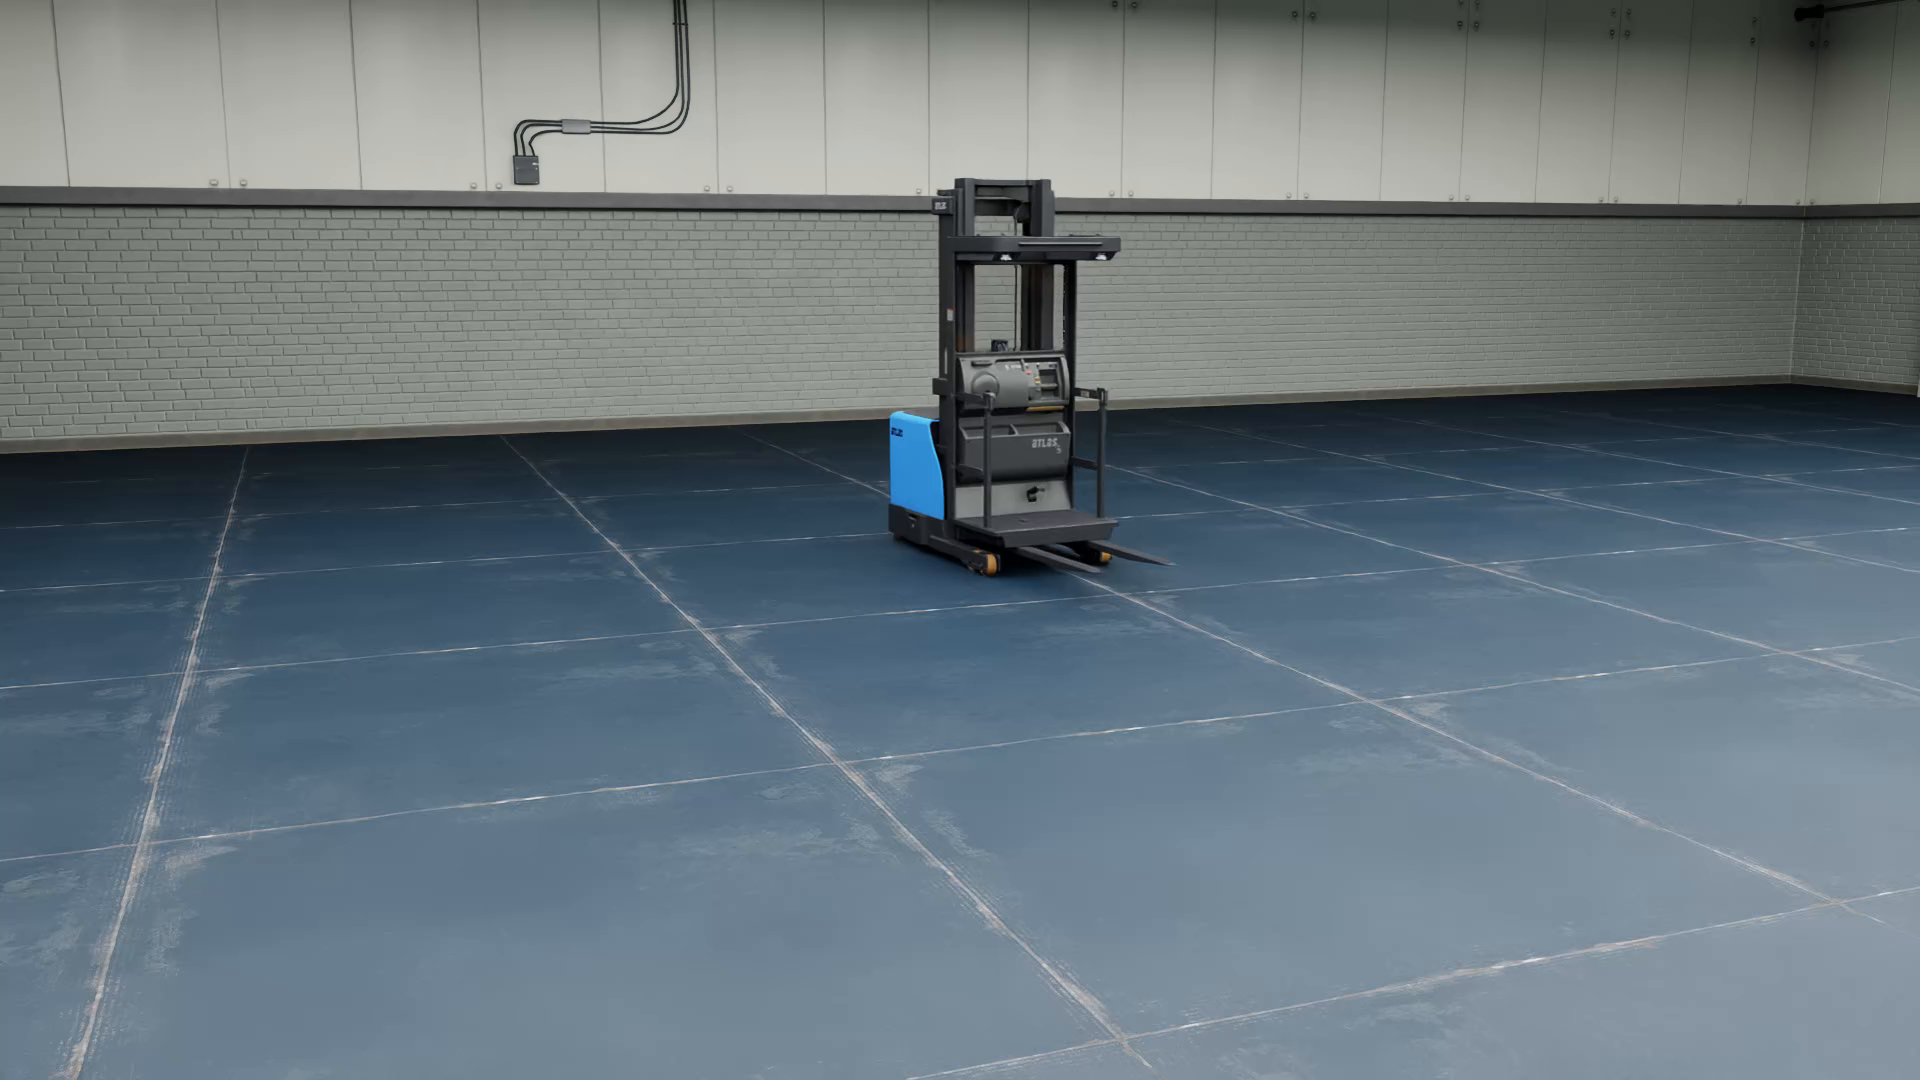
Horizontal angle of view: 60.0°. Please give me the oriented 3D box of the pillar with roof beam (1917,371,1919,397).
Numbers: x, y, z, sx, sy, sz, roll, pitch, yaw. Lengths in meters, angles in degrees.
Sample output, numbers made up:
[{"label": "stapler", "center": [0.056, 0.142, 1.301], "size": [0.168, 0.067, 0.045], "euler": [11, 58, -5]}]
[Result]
[{"label": "pillar with roof beam", "center": [11.728, -6.459, 24.535], "size": [9.100, 9.000, 0.400], "euler": [-4, 11, -21]}]

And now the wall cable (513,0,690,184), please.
[{"label": "wall cable", "center": [-4.599, -7.572, 21.082], "size": [2.305, 6.003, 0.169], "euler": [-4, 11, -21]}]

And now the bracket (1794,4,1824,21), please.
[{"label": "bracket", "center": [14.401, -8.936, 28.185], "size": [0.235, 0.232, 0.430], "euler": [-4, 11, -21]}]

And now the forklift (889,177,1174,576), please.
[{"label": "forklift", "center": [0.523, -1.264, 12.658], "size": [1.130, 2.935, 3.031], "euler": [-5, 11, -27]}]

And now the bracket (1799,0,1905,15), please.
[{"label": "bracket", "center": [14.615, -8.840, 27.643], "size": [0.076, 0.066, 3.189], "euler": [-4, 11, -21]}]
